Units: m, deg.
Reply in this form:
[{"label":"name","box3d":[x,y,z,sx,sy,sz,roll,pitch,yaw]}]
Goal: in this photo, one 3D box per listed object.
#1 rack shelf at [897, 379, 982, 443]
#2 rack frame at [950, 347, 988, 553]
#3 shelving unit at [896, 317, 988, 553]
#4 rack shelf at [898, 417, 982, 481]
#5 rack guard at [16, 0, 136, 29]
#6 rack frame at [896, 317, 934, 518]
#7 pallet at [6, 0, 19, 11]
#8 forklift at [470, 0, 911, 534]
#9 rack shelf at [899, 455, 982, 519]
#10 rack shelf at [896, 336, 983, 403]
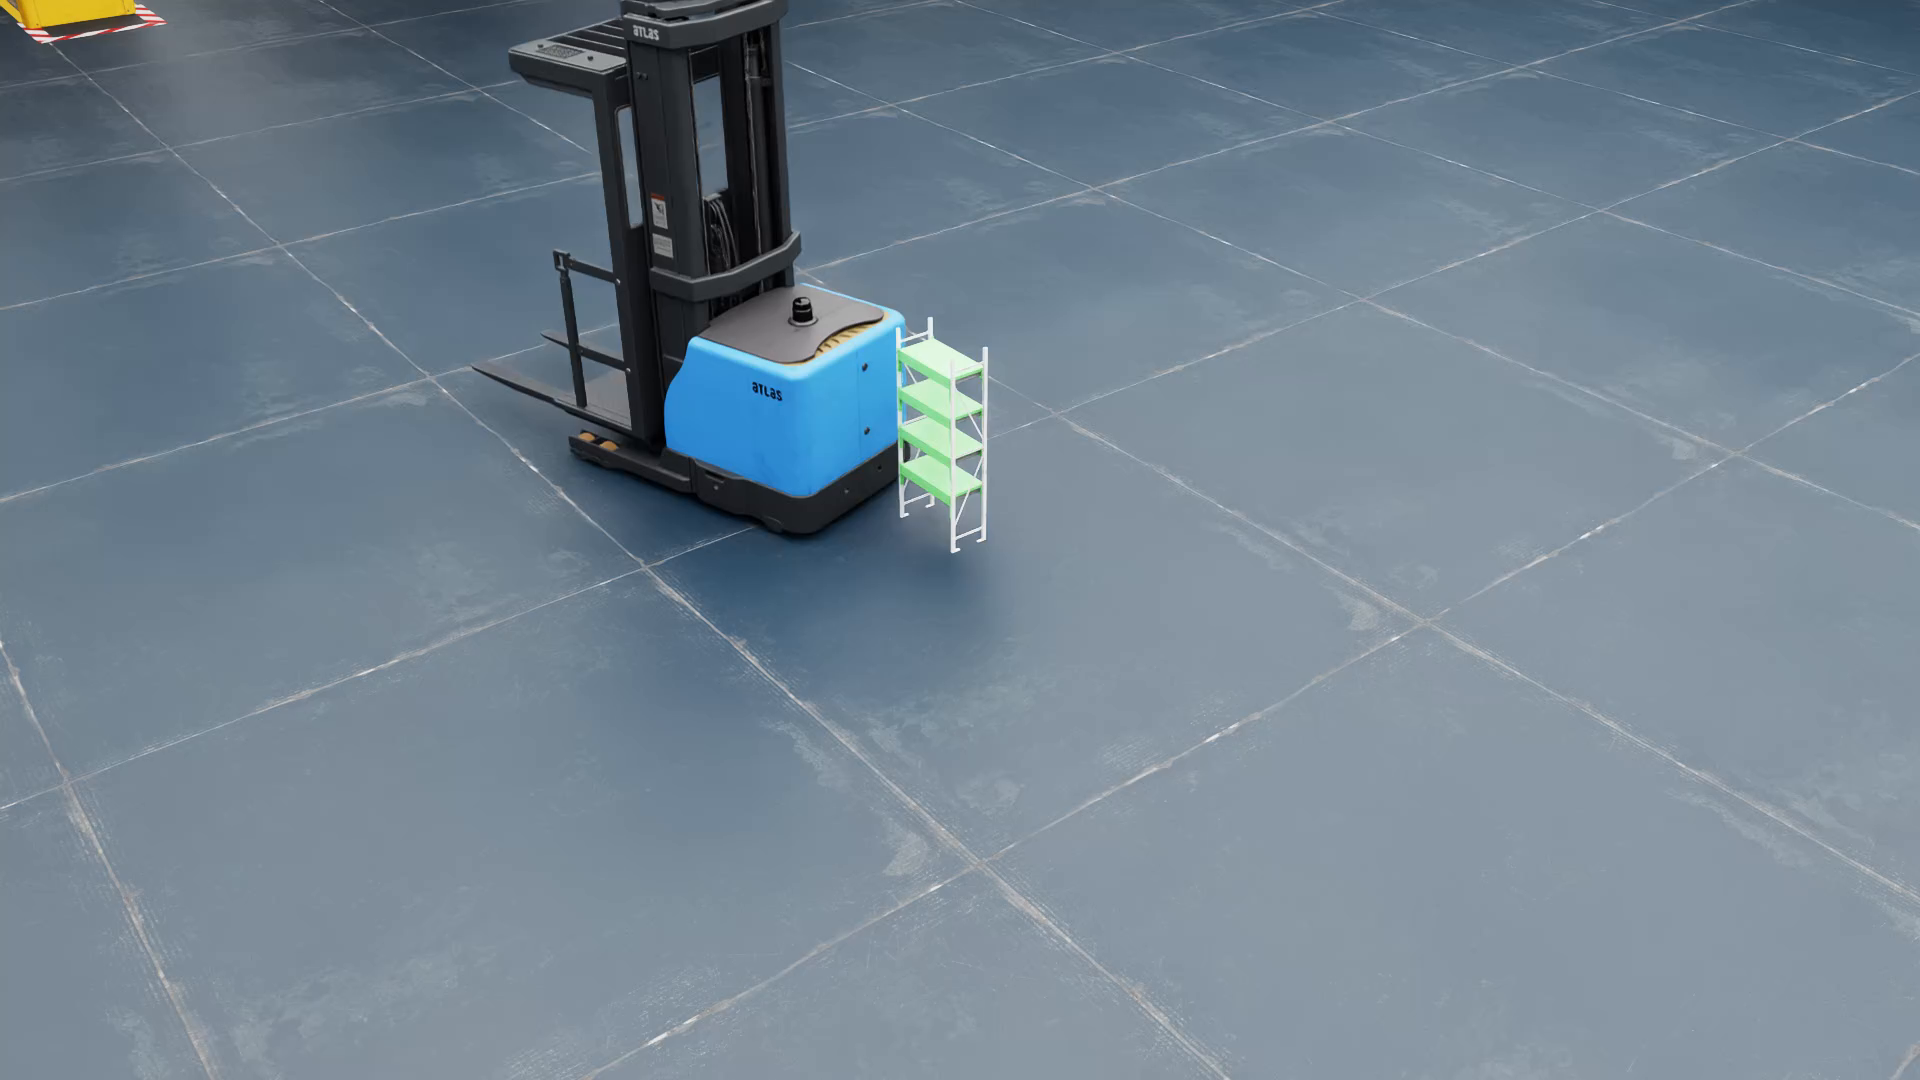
[{"label":"rack shelf","box3d":[-0.101,-0.728,9.178,0.258,0.148,0.480,-22,38,-31]},{"label":"rack frame","box3d":[0.048,-0.477,9.108,0.240,1.200,0.015,-22,38,-31]},{"label":"shelving unit","box3d":[-0.101,-0.579,9.271,0.258,1.200,0.503,-22,38,-31]},{"label":"rack shelf","box3d":[-0.101,-0.524,9.305,0.258,0.148,0.480,-22,38,-31]},{"label":"rack guard","box3d":[-10.136,-6.227,19.029,1.175,0.500,0.348,-22,38,-31]},{"label":"rack frame","box3d":[-0.251,-0.680,9.435,0.240,1.200,0.015,-22,38,-31]},{"label":"pallet","box3d":[-10.630,-6.444,19.653,1.003,0.211,1.213,-22,38,-31]},{"label":"forklift","box3d":[-1.793,-1.885,9.733,3.031,2.935,1.130,21,37,30]},{"label":"rack shelf","box3d":[-0.102,-0.321,9.432,0.258,0.148,0.480,-22,38,-31]},{"label":"rack shelf","box3d":[-0.101,-0.932,9.052,0.258,0.148,0.480,-22,38,-31]}]
